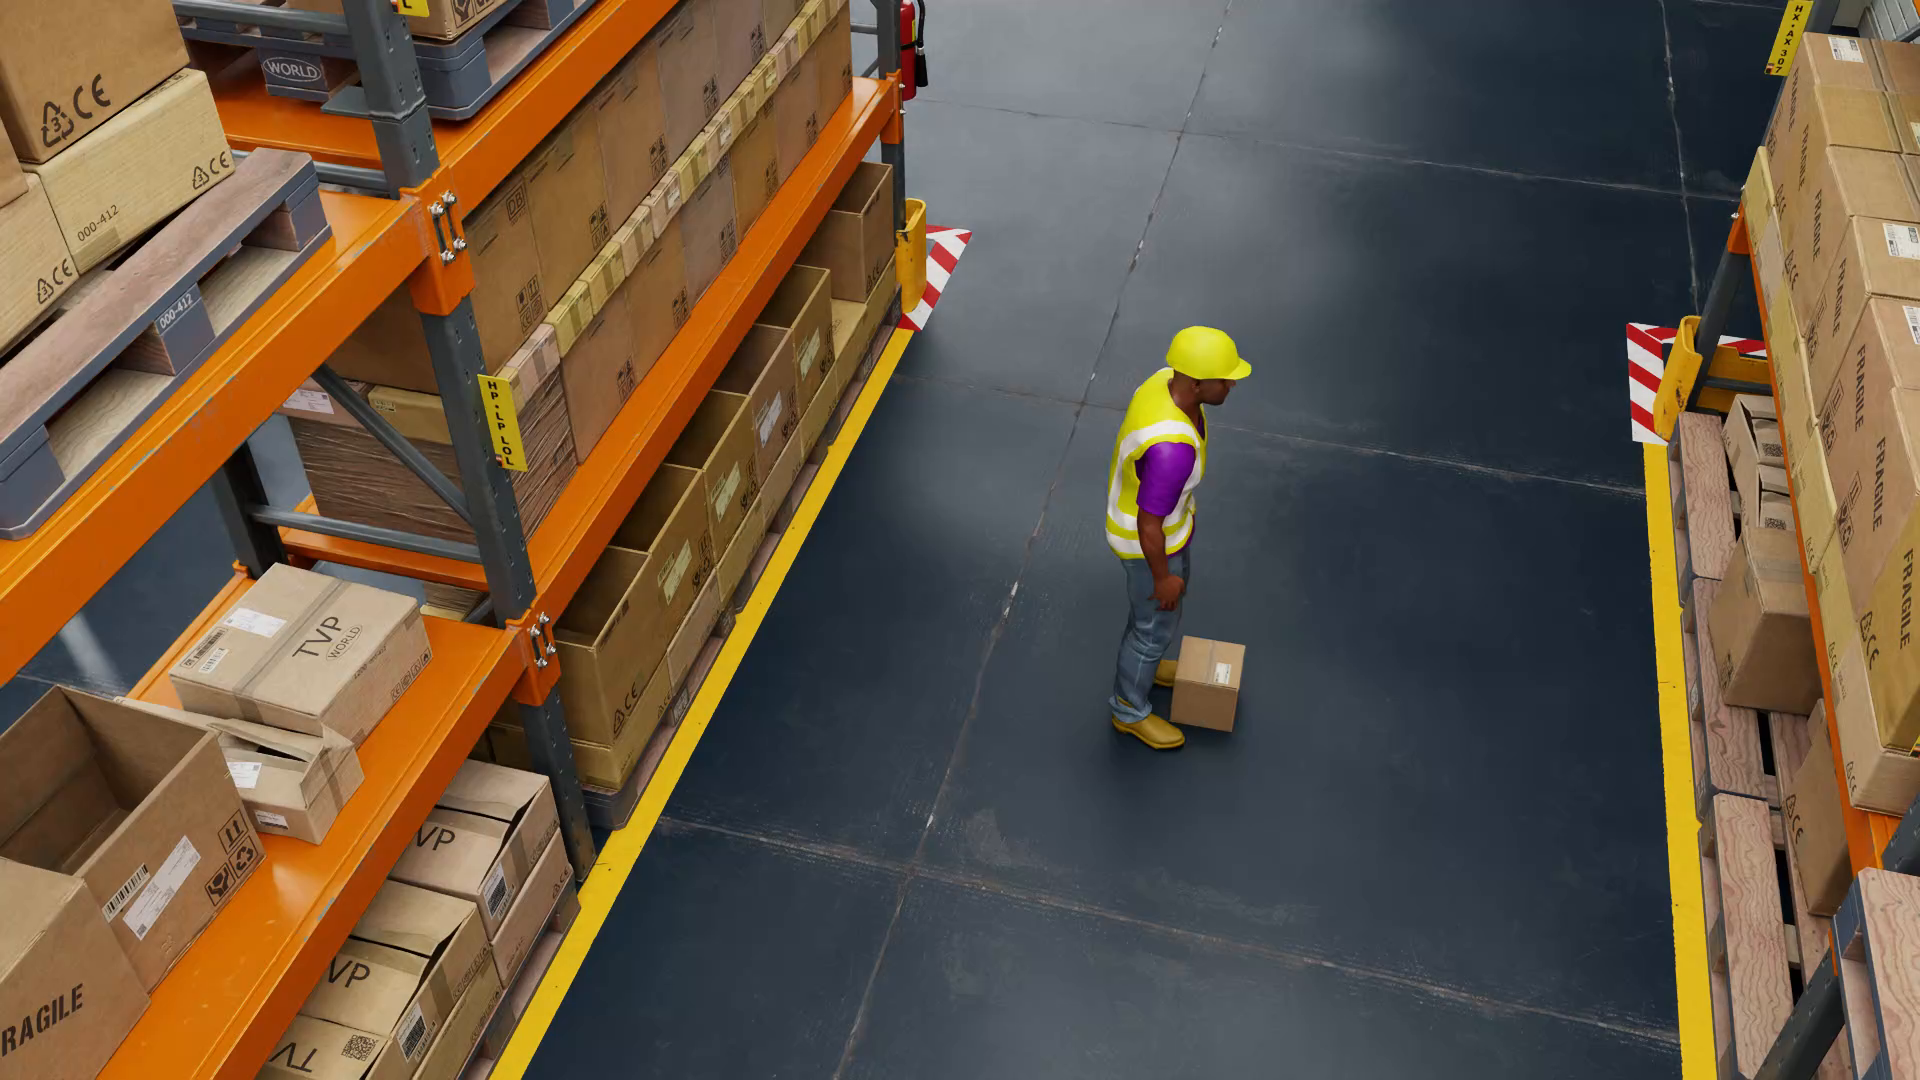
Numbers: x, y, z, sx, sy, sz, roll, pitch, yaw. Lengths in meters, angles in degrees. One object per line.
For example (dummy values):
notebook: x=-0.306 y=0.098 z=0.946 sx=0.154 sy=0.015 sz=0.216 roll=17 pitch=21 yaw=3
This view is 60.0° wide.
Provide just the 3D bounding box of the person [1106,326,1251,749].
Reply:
person: x=0.769 y=-0.035 z=6.187 sx=0.454 sy=1.757 sz=0.636 roll=8 pitch=41 yaw=9
